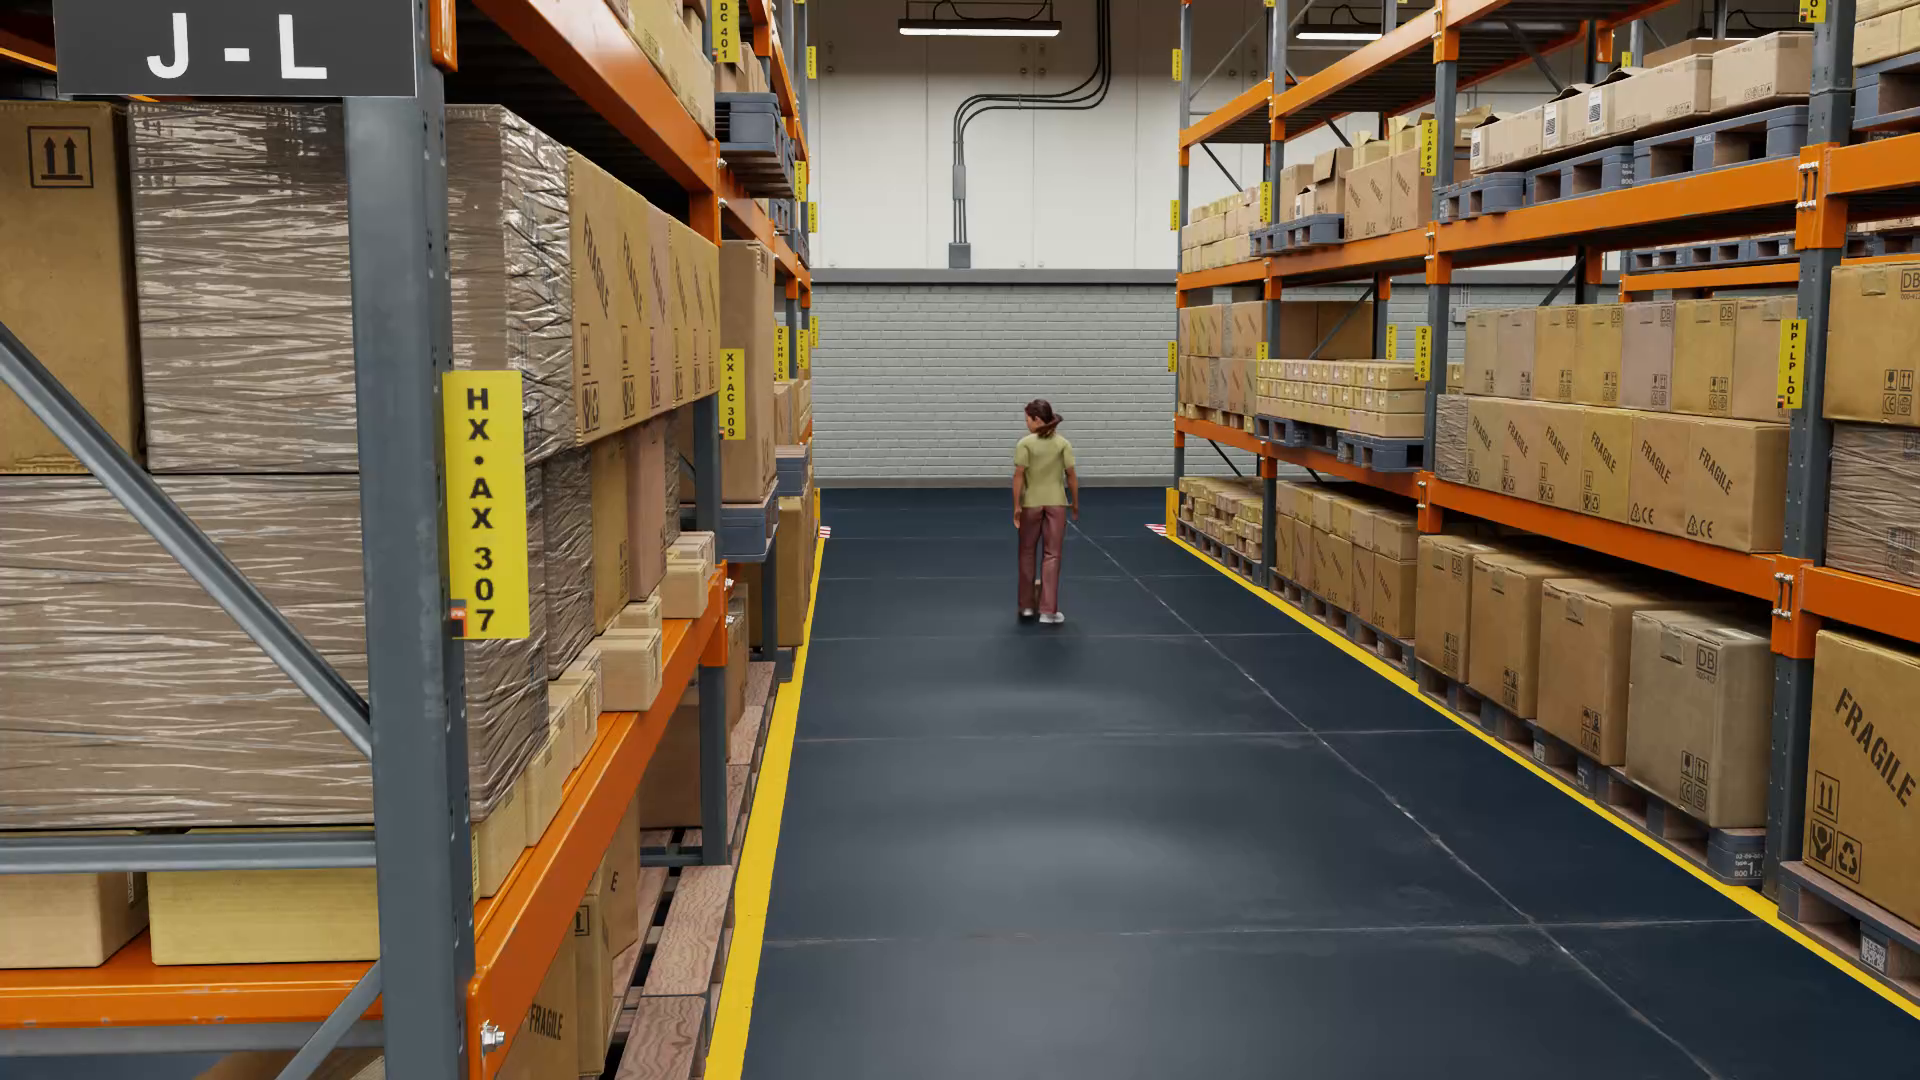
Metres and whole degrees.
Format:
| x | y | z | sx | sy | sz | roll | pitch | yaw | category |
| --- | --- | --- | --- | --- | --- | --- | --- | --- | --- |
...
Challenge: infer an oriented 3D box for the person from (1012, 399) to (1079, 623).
| x | y | z | sx | sy | sz | roll | pitch | yaw | category |
| --- | --- | --- | --- | --- | --- | --- | --- | --- | --- |
| 0.644 | -0.231 | 12.484 | 0.496 | 1.662 | 0.731 | 0 | 7 | 3 | person |
